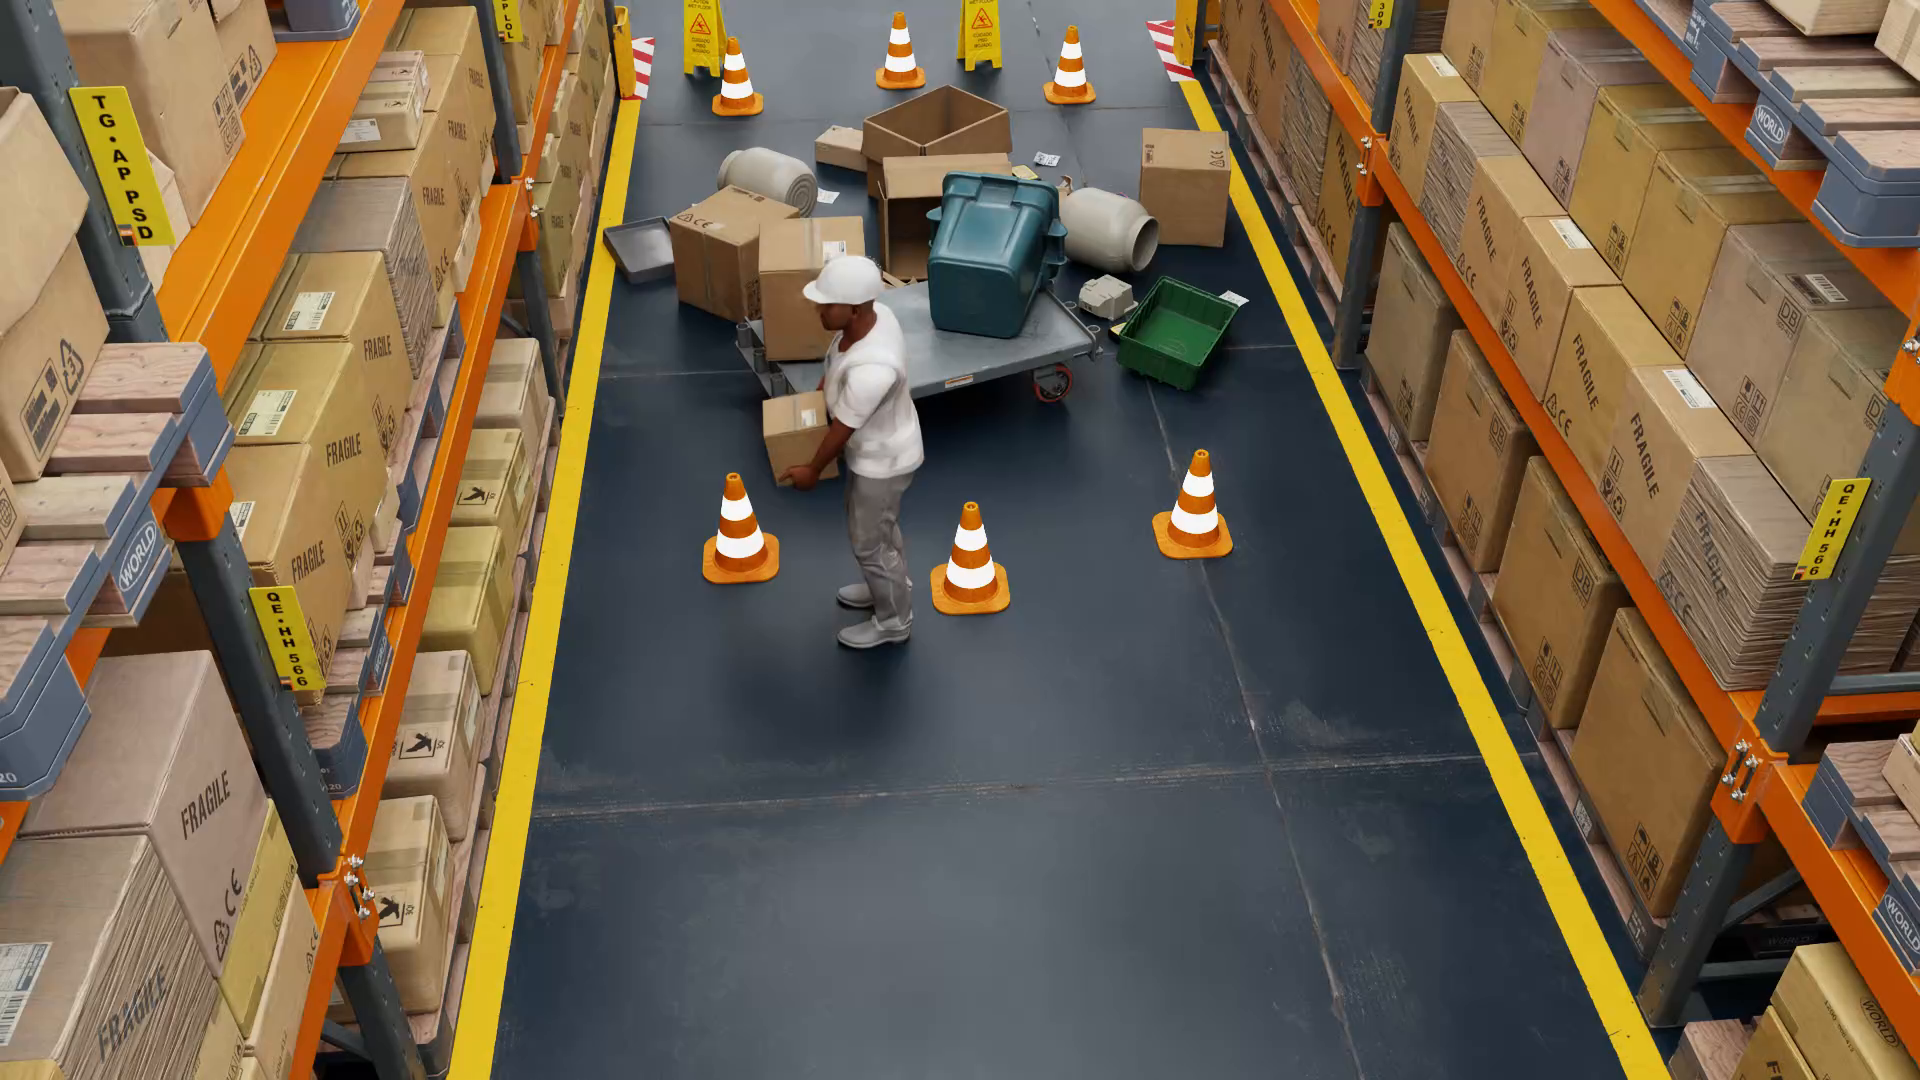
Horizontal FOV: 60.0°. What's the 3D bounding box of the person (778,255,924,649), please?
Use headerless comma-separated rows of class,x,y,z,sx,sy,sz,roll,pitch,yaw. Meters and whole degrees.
person,-0.432,-0.333,6.555,0.577,1.755,0.505,-4,39,-5
